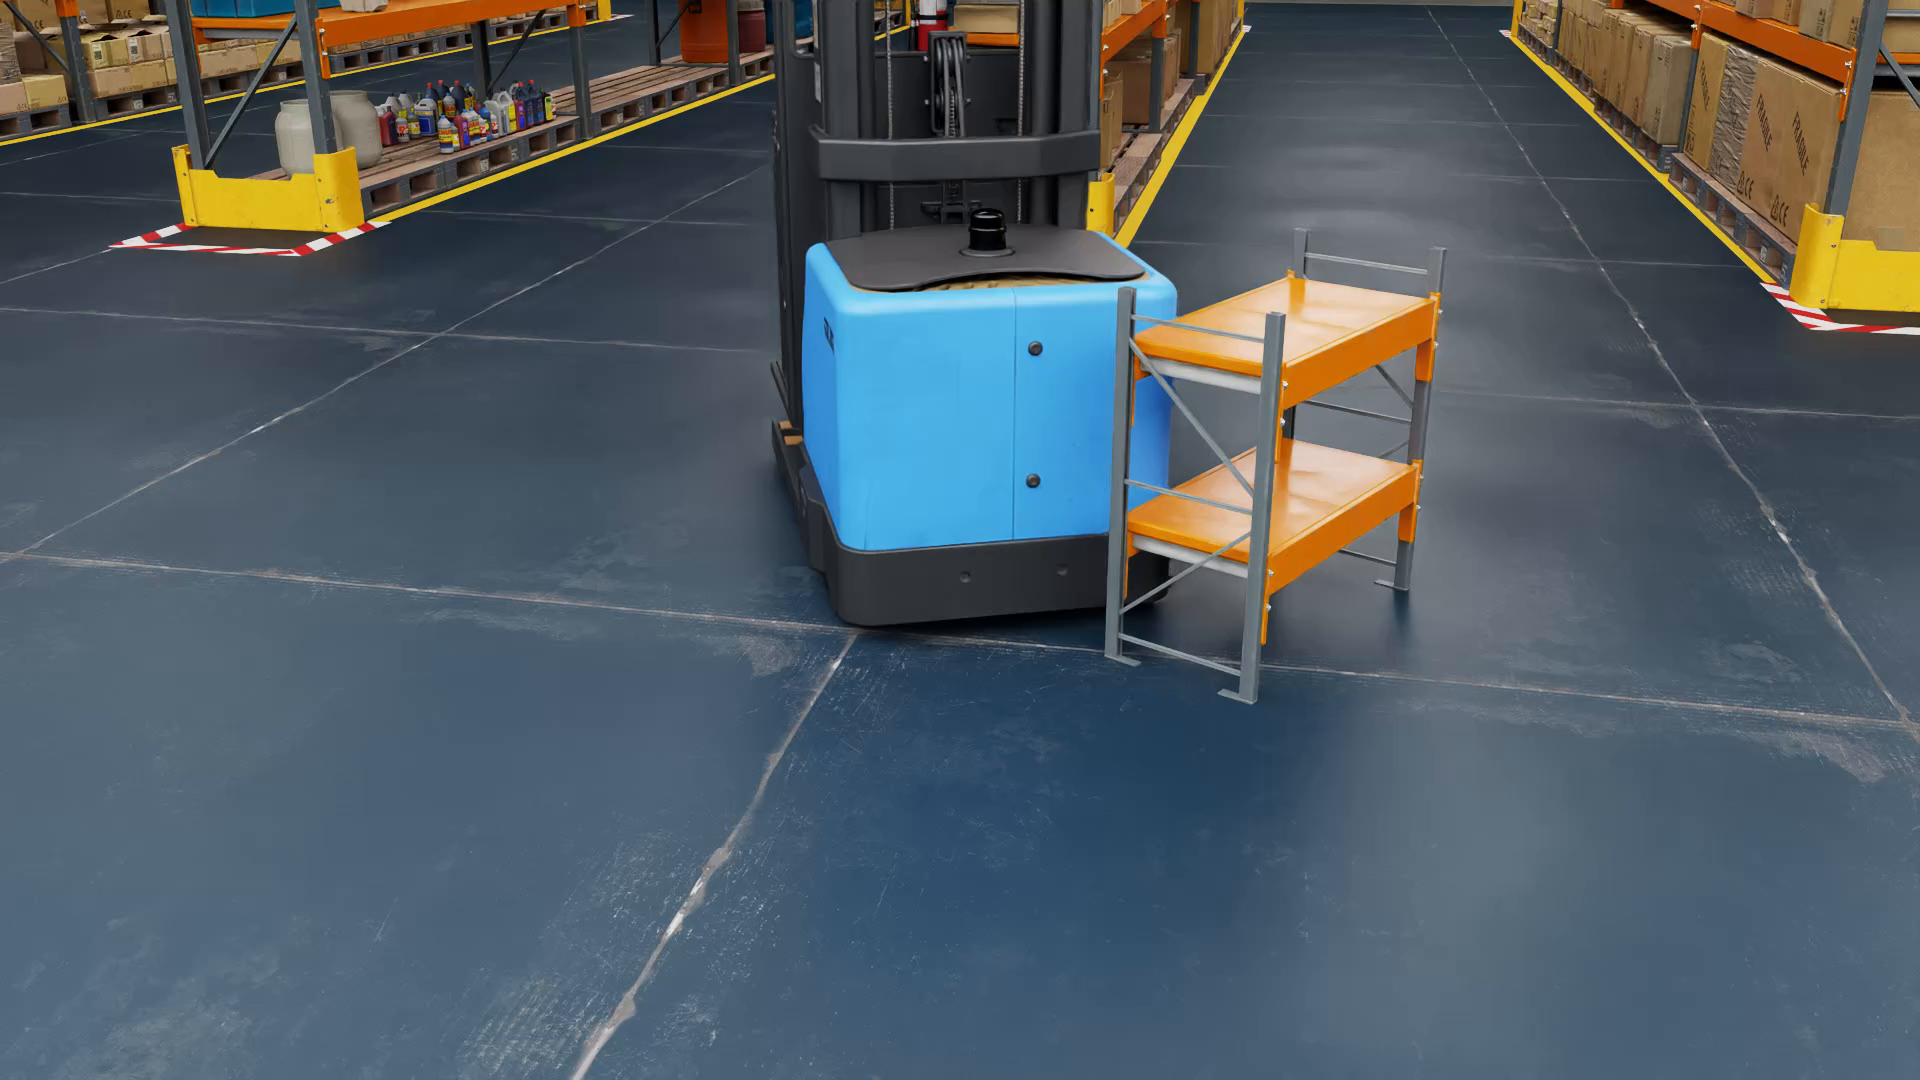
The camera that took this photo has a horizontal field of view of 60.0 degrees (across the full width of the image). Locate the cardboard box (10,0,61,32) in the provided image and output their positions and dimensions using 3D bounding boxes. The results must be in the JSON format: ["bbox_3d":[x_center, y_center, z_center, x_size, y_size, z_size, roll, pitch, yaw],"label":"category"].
[{"bbox_3d":[-12.136,-6.922,21.342,0.750,0.750,0.750,4,22,11],"label":"cardboard box"}]

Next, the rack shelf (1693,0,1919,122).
[{"bbox_3d":[5.559,-3.070,10.424,1.077,0.370,4.000,4,22,11],"label":"rack shelf"}]

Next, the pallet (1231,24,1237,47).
[{"bbox_3d":[3.243,-6.902,22.709,1.003,0.211,1.213,4,22,11],"label":"pallet"}]

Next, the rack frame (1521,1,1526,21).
[{"bbox_3d":[8.415,-8.524,23.003,1.000,3.000,0.127,4,22,11],"label":"rack frame"}]

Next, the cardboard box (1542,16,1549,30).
[{"bbox_3d":[7.433,-6.410,20.610,0.380,0.149,0.250,4,22,9],"label":"cardboard box"}]

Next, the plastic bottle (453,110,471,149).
[{"bbox_3d":[-3.794,-3.130,12.656,0.061,0.283,0.133,5,22,12],"label":"plastic bottle"}]

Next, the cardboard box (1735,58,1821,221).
[{"bbox_3d":[5.402,-2.456,10.220,0.875,0.875,0.875,4,22,10],"label":"cardboard box"}]

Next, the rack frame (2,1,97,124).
[{"bbox_3d":[-8.565,-5.307,15.015,1.000,3.000,0.127,4,22,11],"label":"rack frame"}]

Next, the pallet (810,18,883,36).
[{"bbox_3d":[-1.726,-7.279,23.646,1.003,0.211,1.213,4,22,11],"label":"pallet"}]

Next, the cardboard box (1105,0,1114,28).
[{"bbox_3d":[0.743,-3.237,10.212,0.380,0.149,0.250,4,22,11],"label":"cardboard box"}]

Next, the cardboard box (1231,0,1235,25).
[{"bbox_3d":[3.342,-7.575,22.929,0.875,0.875,0.875,4,22,11],"label":"cardboard box"}]

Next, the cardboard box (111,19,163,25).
[{"bbox_3d":[-8.453,-5.213,17.149,0.500,0.311,0.500,4,22,10],"label":"cardboard box"}]

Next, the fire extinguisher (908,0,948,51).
[{"bbox_3d":[-0.159,-3.045,9.502,0.296,0.674,0.183,4,22,11],"label":"fire extinguisher"}]

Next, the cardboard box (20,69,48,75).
[{"bbox_3d":[-8.765,-4.400,15.881,0.500,0.250,0.500,4,22,10],"label":"cardboard box"}]

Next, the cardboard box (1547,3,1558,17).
[{"bbox_3d":[7.474,-6.547,20.553,0.380,0.149,0.250,4,22,10],"label":"cardboard box"}]

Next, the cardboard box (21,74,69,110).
[{"bbox_3d":[-8.446,-4.040,14.987,0.500,0.250,0.500,4,22,11],"label":"cardboard box"}]

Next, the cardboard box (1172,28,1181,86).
[{"bbox_3d":[1.831,-4.811,16.541,0.700,0.500,0.500,3,22,8],"label":"cardboard box"}]

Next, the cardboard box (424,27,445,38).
[{"bbox_3d":[-6.965,-6.711,21.259,0.500,0.500,0.500,5,22,12],"label":"cardboard box"}]

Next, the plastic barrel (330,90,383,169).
[{"bbox_3d":[-4.371,-2.935,11.895,0.421,0.512,0.421,0,22,0],"label":"plastic barrel"}]

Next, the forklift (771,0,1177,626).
[{"bbox_3d":[-0.137,-1.619,5.950,1.130,2.935,3.031,-4,22,-11],"label":"forklift"}]

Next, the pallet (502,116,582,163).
[{"bbox_3d":[-3.895,-3.392,13.993,1.003,0.211,1.213,4,22,11],"label":"pallet"}]

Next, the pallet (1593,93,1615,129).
[{"bbox_3d":[6.548,-4.022,15.557,1.003,0.211,1.213,4,22,11],"label":"pallet"}]

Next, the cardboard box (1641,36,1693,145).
[{"bbox_3d":[6.005,-3.520,13.028,1.050,0.750,0.750,4,22,11],"label":"cardboard box"}]

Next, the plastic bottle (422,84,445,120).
[{"bbox_3d":[-4.326,-3.570,13.661,0.144,0.351,0.185,4,22,9],"label":"plastic bottle"}]

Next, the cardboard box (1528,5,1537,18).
[{"bbox_3d":[7.824,-7.084,22.285,0.380,0.149,0.250,5,23,13],"label":"cardboard box"}]

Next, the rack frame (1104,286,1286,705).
[{"bbox_3d":[0.638,-0.117,4.639,0.500,1.125,0.032,16,27,35],"label":"rack frame"}]

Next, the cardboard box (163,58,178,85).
[{"bbox_3d":[-8.032,-4.731,16.704,0.500,0.250,0.500,4,22,9],"label":"cardboard box"}]

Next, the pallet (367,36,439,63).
[{"bbox_3d":[-7.309,-6.191,20.943,1.003,0.211,1.213,4,22,11],"label":"pallet"}]

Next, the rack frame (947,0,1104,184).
[{"bbox_3d":[0.316,-3.087,9.504,1.000,3.000,0.127,4,22,11],"label":"rack frame"}]

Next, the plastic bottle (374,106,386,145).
[{"bbox_3d":[-4.509,-3.201,12.842,0.152,0.276,0.135,5,22,11],"label":"plastic bottle"}]

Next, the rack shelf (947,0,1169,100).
[{"bbox_3d":[0.724,-3.485,11.454,1.077,0.370,4.000,4,22,11],"label":"rack shelf"}]

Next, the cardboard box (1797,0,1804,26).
[{"bbox_3d":[5.510,-3.279,9.779,0.875,0.550,0.550,4,22,11],"label":"cardboard box"}]

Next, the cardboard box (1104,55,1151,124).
[{"bbox_3d":[1.278,-3.818,14.075,0.700,0.500,0.500,3,22,7],"label":"cardboard box"}]

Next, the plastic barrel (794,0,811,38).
[{"bbox_3d":[-2.212,-6.877,21.161,0.600,0.901,0.708,4,22,11],"label":"plastic barrel"}]

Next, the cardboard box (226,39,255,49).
[{"bbox_3d":[-7.820,-5.364,17.524,0.500,0.311,0.500,4,22,11],"label":"cardboard box"}]

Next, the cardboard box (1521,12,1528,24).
[{"bbox_3d":[7.995,-7.229,23.042,0.380,0.149,0.250,5,22,12],"label":"cardboard box"}]

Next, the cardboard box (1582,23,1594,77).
[{"bbox_3d":[6.771,-5.083,17.244,0.500,0.500,0.500,5,23,13],"label":"cardboard box"}]

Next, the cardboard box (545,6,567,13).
[{"bbox_3d":[-6.210,-8.061,24.946,0.500,0.250,0.500,4,22,11],"label":"cardboard box"}]

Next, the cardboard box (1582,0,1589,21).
[{"bbox_3d":[6.877,-5.621,17.576,0.500,0.250,0.500,5,22,12],"label":"cardboard box"}]

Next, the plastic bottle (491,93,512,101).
[{"bbox_3d":[-3.756,-3.543,13.692,0.152,0.276,0.135,4,22,11],"label":"plastic bottle"}]

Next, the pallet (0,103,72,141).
[{"bbox_3d":[-8.769,-3.726,14.821,1.003,0.211,1.213,4,22,11],"label":"pallet"}]

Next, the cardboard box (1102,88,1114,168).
[{"bbox_3d":[0.852,-2.999,12.069,0.500,0.500,0.500,2,22,6],"label":"cardboard box"}]

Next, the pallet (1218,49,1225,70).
[{"bbox_3d":[2.680,-5.894,20.207,1.003,0.211,1.213,4,22,11],"label":"pallet"}]

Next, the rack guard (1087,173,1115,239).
[{"bbox_3d":[0.331,-1.956,10.040,1.175,0.500,0.348,4,22,11],"label":"rack guard"}]

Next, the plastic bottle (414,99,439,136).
[{"bbox_3d":[-4.263,-3.378,13.283,0.152,0.276,0.135,4,22,11],"label":"plastic bottle"}]

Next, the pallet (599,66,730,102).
[{"bbox_3d":[-3.097,-4.817,17.531,1.003,0.211,1.213,4,22,11],"label":"pallet"}]

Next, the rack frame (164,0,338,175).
[{"bbox_3d":[-4.533,-3.465,10.441,1.000,3.000,0.127,4,22,11],"label":"rack frame"}]

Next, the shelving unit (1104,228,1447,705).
[{"bbox_3d":[0.954,-0.266,5.008,0.538,1.125,1.048,16,27,35],"label":"shelving unit"}]

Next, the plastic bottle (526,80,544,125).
[{"bbox_3d":[-3.566,-3.645,13.847,0.144,0.351,0.185,4,22,9],"label":"plastic bottle"}]

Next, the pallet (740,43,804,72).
[{"bbox_3d":[-2.530,-5.833,20.055,1.003,0.211,1.213,4,22,11],"label":"pallet"}]

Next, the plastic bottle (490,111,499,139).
[{"bbox_3d":[-3.706,-3.283,13.148,0.097,0.201,0.097,0,22,0],"label":"plastic bottle"}]
